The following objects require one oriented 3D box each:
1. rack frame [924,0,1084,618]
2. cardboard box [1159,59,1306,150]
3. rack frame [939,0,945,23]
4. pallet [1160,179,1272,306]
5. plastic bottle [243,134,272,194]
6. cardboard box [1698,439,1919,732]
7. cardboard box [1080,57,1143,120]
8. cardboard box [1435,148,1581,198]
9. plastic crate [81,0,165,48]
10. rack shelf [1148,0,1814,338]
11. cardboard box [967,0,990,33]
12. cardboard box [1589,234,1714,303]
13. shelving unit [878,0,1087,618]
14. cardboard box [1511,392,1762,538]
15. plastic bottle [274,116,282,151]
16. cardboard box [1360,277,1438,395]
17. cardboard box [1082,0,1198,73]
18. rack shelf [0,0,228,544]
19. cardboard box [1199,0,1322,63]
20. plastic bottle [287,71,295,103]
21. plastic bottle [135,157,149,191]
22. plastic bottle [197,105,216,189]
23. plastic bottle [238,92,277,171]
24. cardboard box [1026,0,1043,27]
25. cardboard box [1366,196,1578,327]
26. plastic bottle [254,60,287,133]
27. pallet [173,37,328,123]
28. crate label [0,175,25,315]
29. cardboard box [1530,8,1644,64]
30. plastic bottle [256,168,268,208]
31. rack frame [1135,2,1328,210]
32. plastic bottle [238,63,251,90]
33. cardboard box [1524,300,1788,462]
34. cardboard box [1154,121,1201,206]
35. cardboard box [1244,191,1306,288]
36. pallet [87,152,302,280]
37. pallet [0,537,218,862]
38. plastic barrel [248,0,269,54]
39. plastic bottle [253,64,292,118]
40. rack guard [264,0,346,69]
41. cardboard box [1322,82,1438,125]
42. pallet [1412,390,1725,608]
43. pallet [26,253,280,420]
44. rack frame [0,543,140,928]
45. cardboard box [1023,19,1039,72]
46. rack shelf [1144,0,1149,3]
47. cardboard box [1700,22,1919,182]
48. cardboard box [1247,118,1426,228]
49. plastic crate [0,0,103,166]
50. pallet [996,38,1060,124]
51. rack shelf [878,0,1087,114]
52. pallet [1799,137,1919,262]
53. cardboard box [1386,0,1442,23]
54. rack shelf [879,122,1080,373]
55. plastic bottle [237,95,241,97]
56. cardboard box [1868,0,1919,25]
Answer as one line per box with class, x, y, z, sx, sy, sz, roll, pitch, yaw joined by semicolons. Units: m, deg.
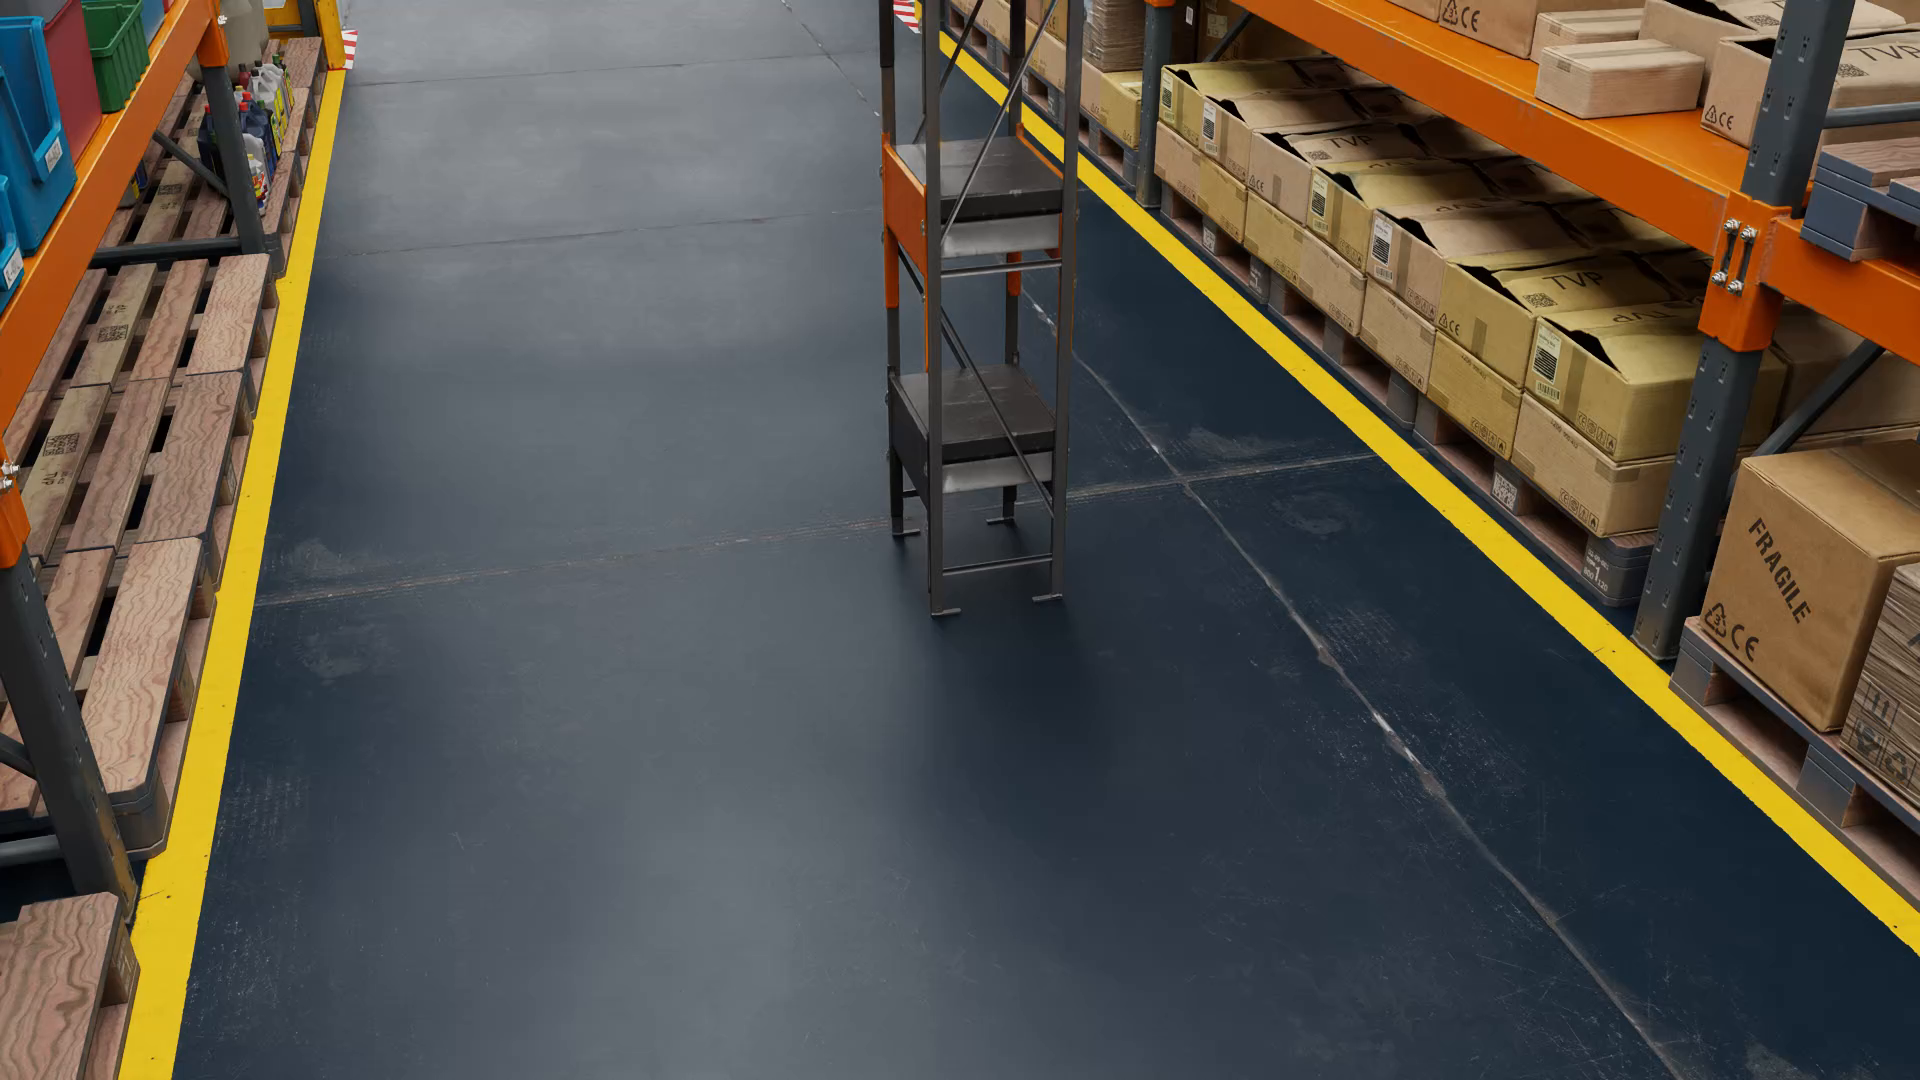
rack frame;0.109;-0.711;4.382;0.400;2.100;0.015;-8;31;-13
cardboard box;1.220;-1.981;7.444;0.500;0.311;0.500;-8;31;-13
rack frame;0.289;-4.911;10.740;1.000;3.000;0.127;-8;31;-13
pallet;1.584;-1.422;7.495;1.003;0.211;1.213;-8;31;-13
plastic bottle;-3.200;-1.699;7.470;0.152;0.276;0.135;-7;31;-11
cardboard box;2.258;0.102;4.135;0.500;0.500;0.500;-7;31;-11
cardboard box;0.894;-2.409;8.742;0.500;0.250;0.500;-8;31;-13
cardboard box;2.139;-1.321;6.304;0.500;0.311;0.500;-8;31;-14
plastic crate;-2.833;-1.824;5.423;0.392;0.384;0.575;-8;31;-13
rack shelf;1.882;-1.702;5.914;1.077;0.370;4.000;-8;31;-13
cardboard box;0.353;-3.373;10.409;0.500;0.250;0.500;-8;31;-13
cardboard box;2.409;-0.826;5.449;0.500;0.311;0.500;-9;31;-15
shelving unit;0.044;-0.829;4.586;0.431;2.100;0.503;-8;31;-13
cardboard box;2.038;-0.261;5.031;0.500;0.250;0.500;-7;31;-12
plastic bottle;-3.343;-1.978;8.027;0.097;0.201;0.097;0;30;0
cardboard box;1.767;-0.752;5.881;0.500;0.250;0.500;-7;31;-12
cardboard box;0.895;-2.733;8.555;0.500;0.500;0.500;-8;31;-13
rack shelf;-2.895;-1.045;4.779;1.077;0.370;4.000;-8;31;-13
cardboard box;1.529;-2.561;8.257;0.500;0.500;0.500;-8;31;-13
plastic bottle;-3.578;-2.405;8.765;0.097;0.201;0.097;0;30;0
plastic bottle;-3.790;-1.731;7.526;0.152;0.276;0.135;-8;31;-13
plastic bottle;-3.379;-1.792;7.557;0.144;0.351;0.185;-8;31;-13
plastic bottle;-3.290;-1.902;7.748;0.144;0.351;0.185;-9;31;-15
cardboard box;0.612;-3.214;9.385;0.500;0.500;0.500;-8;31;-13
cardboard box;1.760;-0.996;5.743;0.500;0.311;0.500;-8;31;-14
plastic bottle;-3.452;-2.198;8.258;0.144;0.351;0.185;-7;31;-11
pallet;-4.212;-2.624;9.572;1.003;0.211;1.213;-8;31;-13
crate label;-2.115;-0.571;3.410;0.303;0.233;0.416;-8;31;-13
cardboard box;2.020;-1.547;5.179;0.380;0.149;0.250;-6;31;-10
plastic bottle;-3.115;-1.563;7.310;0.097;0.201;0.097;0;30;0
rack frame;1.351;-2.979;7.403;1.000;3.000;0.127;-8;31;-13
plastic bottle;-3.640;-2.300;8.503;0.061;0.283;0.133;-8;31;-13
cardboard box;2.036;-0.502;4.889;0.500;0.311;0.500;-7;31;-12
cardboard box;1.219;-1.743;7.593;0.500;0.250;0.500;-9;31;-14
cardboard box;1.493;-1.246;6.734;0.500;0.250;0.500;-9;31;-15
pallet;-3.564;-1.445;7.536;1.003;0.211;1.213;-8;31;-13
pallet;-2.533;0.437;4.284;1.003;0.211;1.213;-8;31;-13
plastic barrel;-4.239;-3.052;9.592;0.421;0.512;0.421;0;30;0
plastic bottle;-3.537;-2.312;8.529;0.152;0.276;0.135;-8;31;-13
rack guard;-4.422;-3.142;10.179;1.175;0.500;0.348;-8;31;-13
cardboard box;1.879;-1.806;7.141;0.500;0.311;0.500;-7;31;-12
pallet;2.231;-0.243;5.459;1.003;0.211;1.213;-8;31;-13
pallet;-3.180;-0.741;6.320;1.003;0.211;1.213;-8;31;-13
rack frame;-2.364;-0.390;2.930;1.000;3.000;0.127;-8;31;-13
cardboard box;0.613;-2.889;9.573;0.500;0.250;0.500;-8;31;-13
rack shelf;0.820;-3.634;9.252;1.077;0.370;4.000;-8;31;-13
cardboard box;2.358;-1.190;4.401;0.500;0.311;0.500;-6;31;-10
cardboard box;1.487;-1.489;6.593;0.500;0.311;0.500;-9;31;-15
plastic crate;-2.498;-1.239;4.333;0.402;0.464;0.583;-8;31;-13
pallet;0.853;-2.752;9.794;1.003;0.211;1.213;-8;31;-13
rack shelf;0.044;-1.423;4.242;0.431;0.518;0.480;-8;31;-13
pallet;2.660;-0.646;3.563;1.213;0.211;1.003;-8;31;-13
cardboard box;1.812;-2.153;5.875;0.500;0.500;0.500;-8;31;-13
rack shelf;0.044;-0.817;4.593;0.431;0.518;0.480;-8;31;-13
plastic bottle;-3.557;-2.096;8.231;0.097;0.201;0.097;0;30;0
cardboard box;5.812;-3.244;9.917;0.500;0.500;0.500;-10;32;-17
